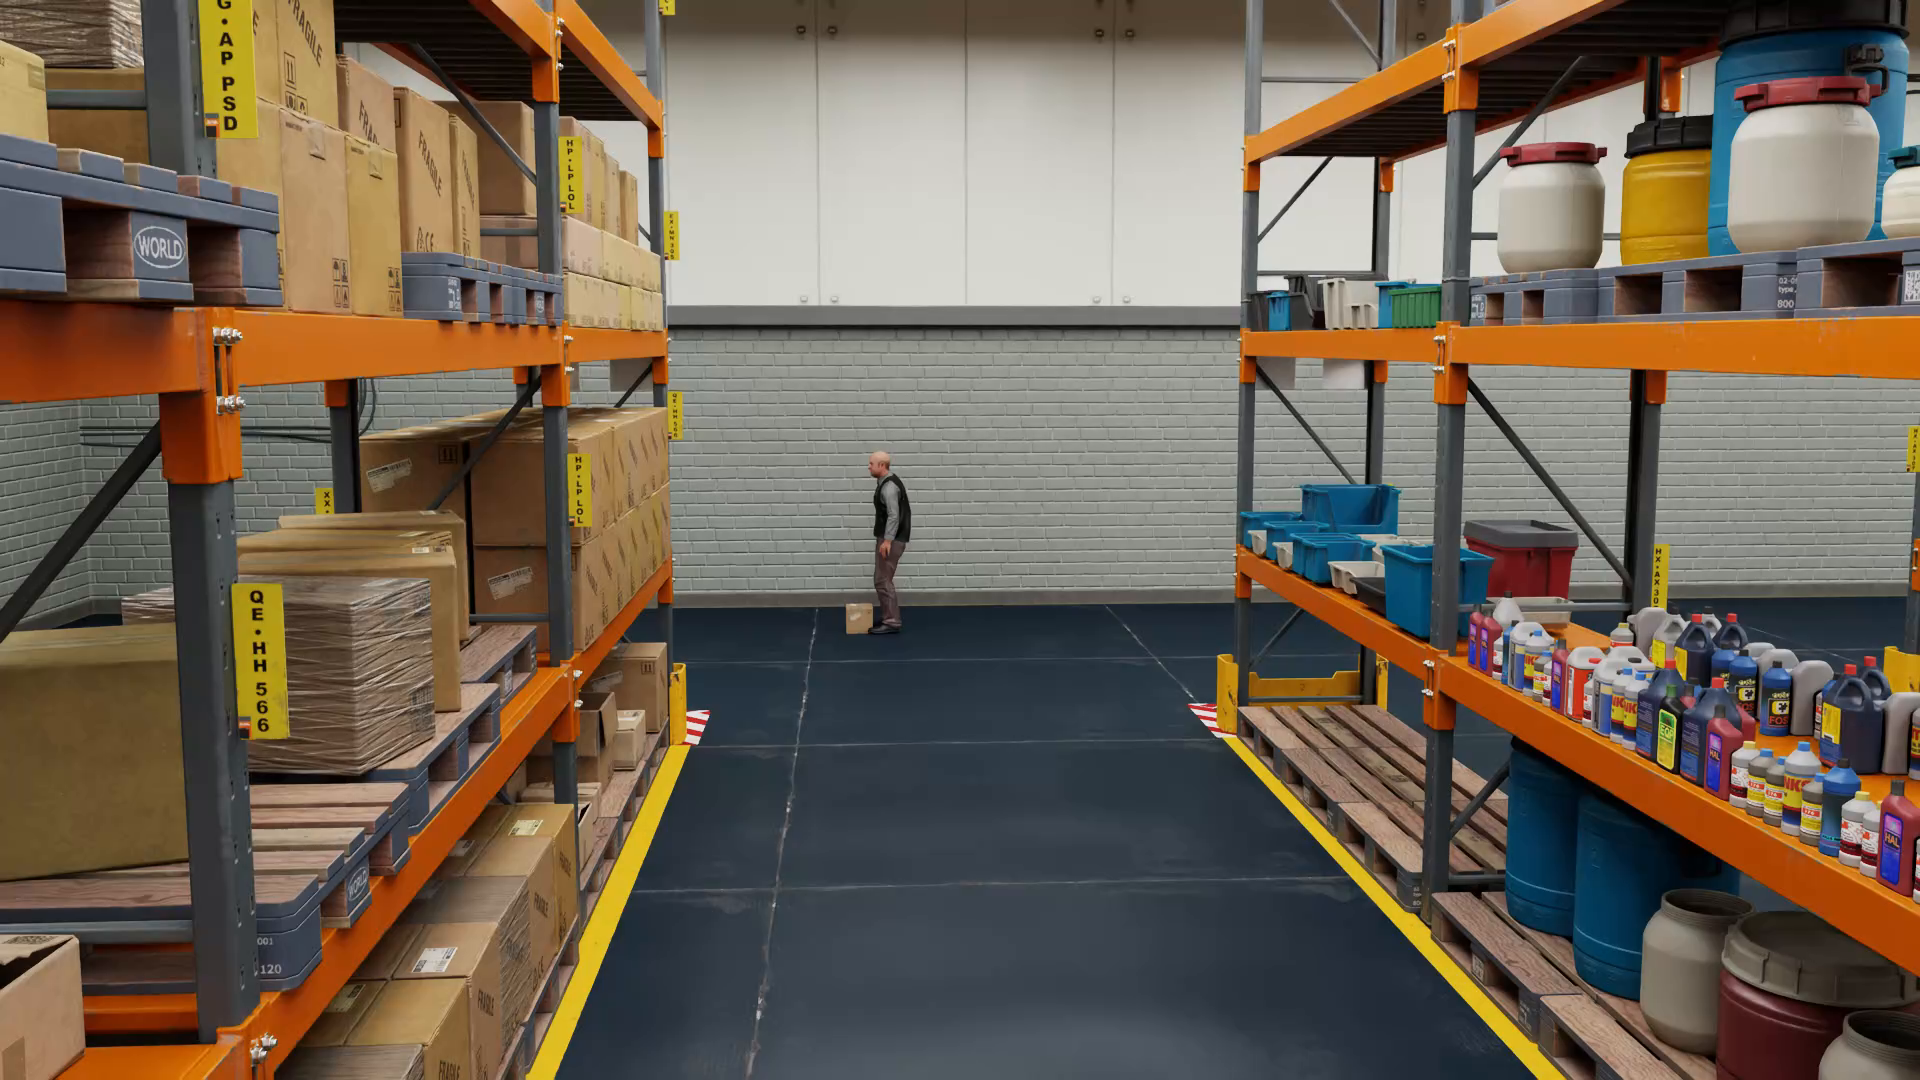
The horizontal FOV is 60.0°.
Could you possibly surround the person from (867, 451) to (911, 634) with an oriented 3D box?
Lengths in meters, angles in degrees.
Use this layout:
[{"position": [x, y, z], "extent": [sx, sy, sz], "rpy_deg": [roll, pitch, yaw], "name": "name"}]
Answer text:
[{"position": [-0.675, 0.065, 15.730], "extent": [0.423, 1.618, 0.586], "rpy_deg": [-1, 7, -6], "name": "person"}]
